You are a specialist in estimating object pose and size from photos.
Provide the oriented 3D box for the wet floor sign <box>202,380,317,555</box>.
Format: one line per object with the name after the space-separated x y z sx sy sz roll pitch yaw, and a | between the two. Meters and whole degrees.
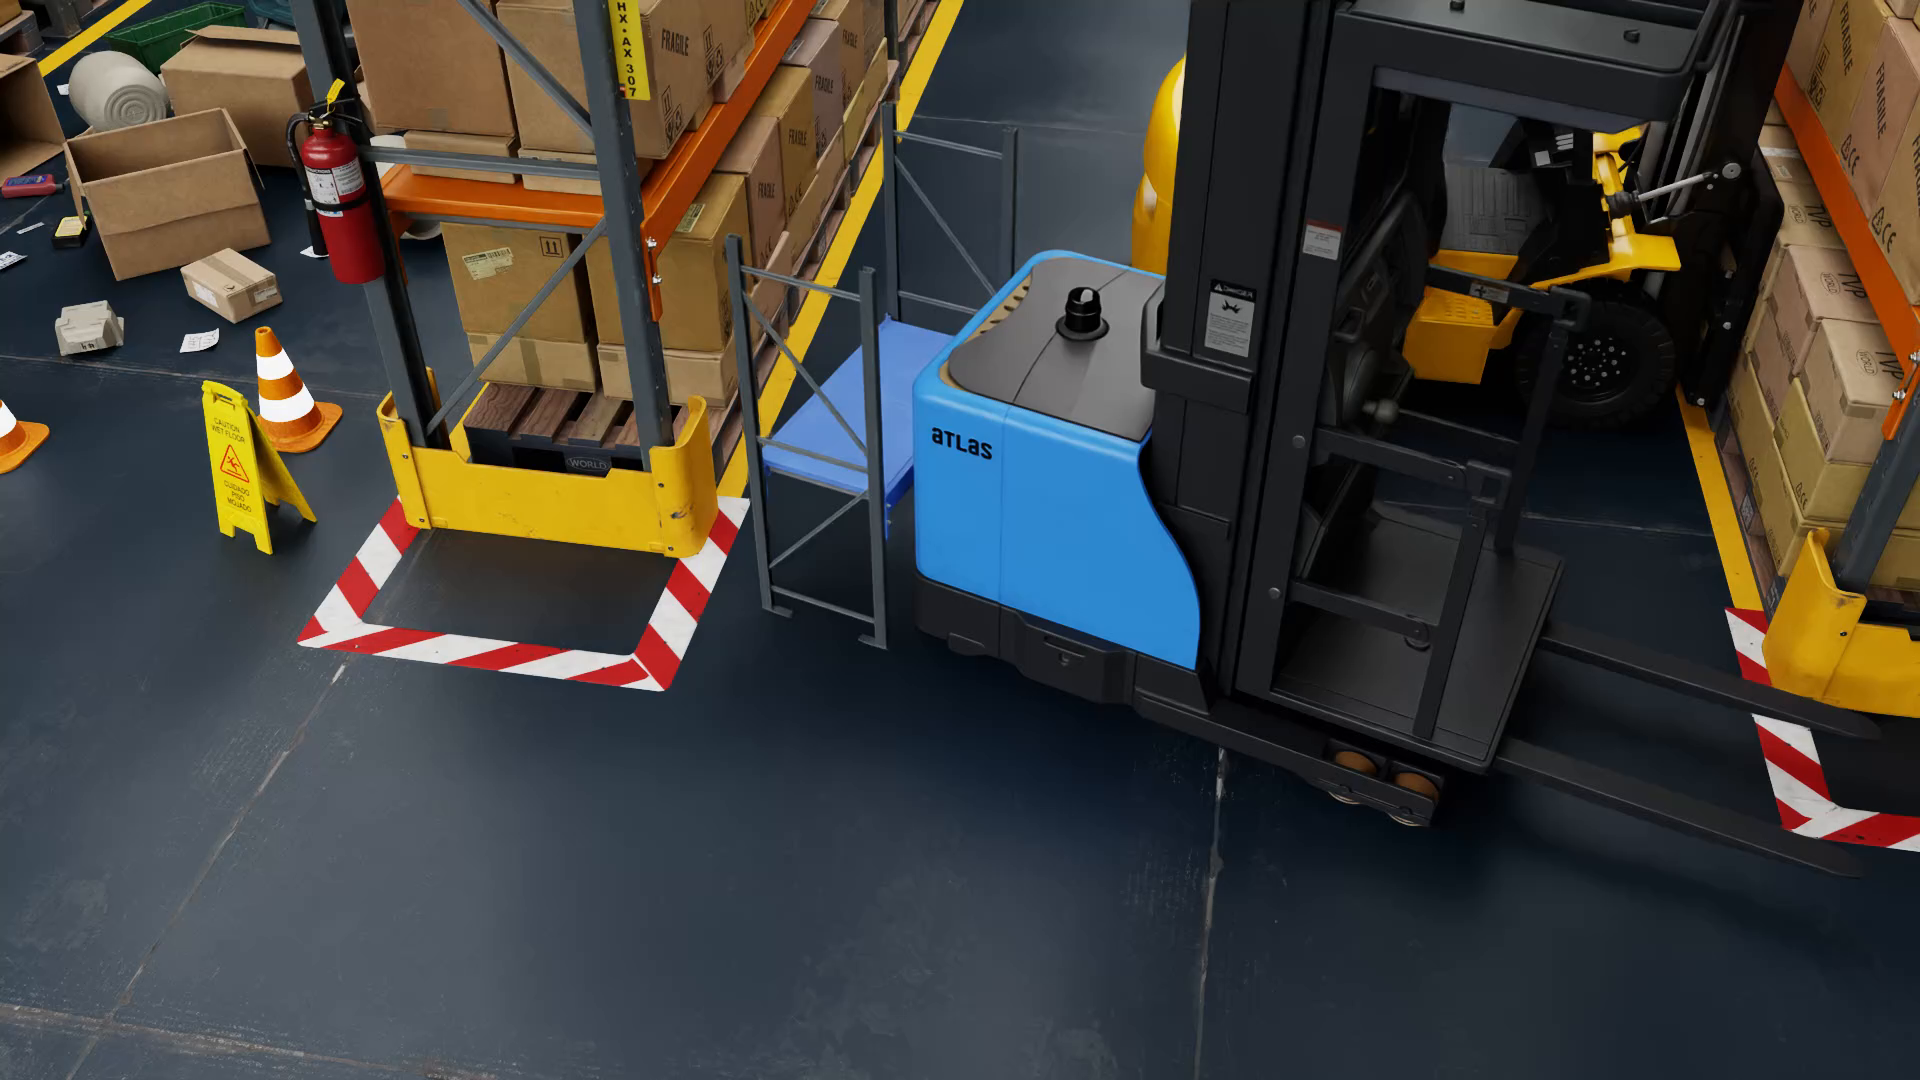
-2.621 -0.299 6.105 0.267 0.644 0.232 20 44 23 | wet floor sign

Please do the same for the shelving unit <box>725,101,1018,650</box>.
-0.257 -0.564 5.756 0.538 1.500 1.048 17 42 19 | shelving unit

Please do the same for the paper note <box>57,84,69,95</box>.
-4.959 -2.534 9.291 0.147 0.020 0.142 -20 44 -23 | paper note

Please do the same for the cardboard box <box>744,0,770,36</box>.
-1.006 -2.273 6.333 0.500 0.500 0.500 6 40 7 | cardboard box

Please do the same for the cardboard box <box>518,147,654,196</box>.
-1.272 -1.301 5.667 0.380 0.149 0.250 7 40 8 | cardboard box

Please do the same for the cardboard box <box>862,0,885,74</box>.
-0.680 -2.708 8.411 0.500 0.500 0.500 6 40 7 | cardboard box

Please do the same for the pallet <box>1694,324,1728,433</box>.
3.660 -0.836 7.095 1.003 0.211 1.213 6 40 8 | pallet

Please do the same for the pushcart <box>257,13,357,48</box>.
-3.096 -2.927 9.494 1.648 0.377 0.936 -6 40 -8 | pushcart

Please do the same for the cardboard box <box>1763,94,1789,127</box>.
3.481 -1.758 7.066 0.500 0.250 0.500 8 40 9 | cardboard box

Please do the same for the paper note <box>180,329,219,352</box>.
-3.331 -0.876 7.286 0.148 0.019 0.142 -6 40 -8 | paper note

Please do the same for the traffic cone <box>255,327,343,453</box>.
-2.730 -0.642 6.663 0.336 0.463 0.334 6 40 8 | traffic cone

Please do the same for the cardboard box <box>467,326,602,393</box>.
-1.655 -0.862 6.767 0.500 0.250 0.500 6 40 7 | cardboard box

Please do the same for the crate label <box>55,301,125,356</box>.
-3.807 -0.926 7.262 0.250 0.136 0.298 -13 41 -15 | crate label

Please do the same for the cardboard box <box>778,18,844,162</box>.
-0.854 -2.068 7.638 0.500 0.500 0.500 8 40 10 | cardboard box

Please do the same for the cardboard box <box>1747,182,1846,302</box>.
3.288 -1.112 6.285 0.500 0.250 0.500 7 40 8 | cardboard box

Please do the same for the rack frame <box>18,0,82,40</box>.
-5.735 -4.200 8.976 1.000 3.000 0.127 6 40 8 | rack frame

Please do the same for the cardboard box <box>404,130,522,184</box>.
-1.680 -1.369 5.749 0.380 0.149 0.250 8 40 9 | cardboard box

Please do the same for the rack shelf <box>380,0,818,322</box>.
-1.188 -2.185 7.104 1.077 0.370 4.000 6 40 8 | rack shelf

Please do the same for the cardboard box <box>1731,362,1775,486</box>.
3.221 -0.405 6.215 0.500 0.250 0.500 6 40 8 | cardboard box

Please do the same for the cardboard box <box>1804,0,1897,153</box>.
3.369 -1.685 5.856 0.500 0.500 0.500 6 40 7 | cardboard box

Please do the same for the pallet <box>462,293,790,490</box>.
-1.346 -0.687 6.915 1.003 0.211 1.213 6 40 8 | pallet

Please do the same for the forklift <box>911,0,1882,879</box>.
1.381 -0.630 4.712 3.031 2.935 1.130 18 43 21 | forklift

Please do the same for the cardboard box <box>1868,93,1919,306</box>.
3.182 -1.039 5.074 0.500 0.500 0.500 6 40 7 | cardboard box

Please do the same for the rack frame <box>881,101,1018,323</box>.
-0.038 -0.857 6.109 0.500 1.500 0.032 17 42 19 | rack frame

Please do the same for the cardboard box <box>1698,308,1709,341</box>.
3.384 -1.047 6.990 0.500 0.250 0.500 8 40 9 | cardboard box

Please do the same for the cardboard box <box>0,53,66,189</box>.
-4.993 -2.150 8.457 0.500 0.500 0.500 13 41 15 | cardboard box

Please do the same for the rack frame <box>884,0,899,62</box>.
-0.842 -3.718 8.393 1.000 3.000 0.127 6 40 8 | rack frame

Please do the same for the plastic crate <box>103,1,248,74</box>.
-4.475 -2.885 9.547 0.450 0.188 0.662 20 43 37 | plastic crate

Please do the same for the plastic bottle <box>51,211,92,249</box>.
-4.276 -1.503 8.020 0.133 0.061 0.283 -6 40 -8 | plastic bottle

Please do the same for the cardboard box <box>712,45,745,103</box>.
-1.027 -1.773 6.237 0.380 0.149 0.250 7 40 8 | cardboard box

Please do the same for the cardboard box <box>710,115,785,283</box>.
-1.033 -1.418 6.851 0.500 0.500 0.500 5 40 6 | cardboard box

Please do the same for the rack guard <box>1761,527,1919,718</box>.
3.351 0.316 5.476 1.175 0.500 0.348 6 40 8 | rack guard

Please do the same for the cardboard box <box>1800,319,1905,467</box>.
3.128 -0.473 5.512 0.500 0.250 0.500 8 40 9 | cardboard box

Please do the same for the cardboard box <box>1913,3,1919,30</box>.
3.314 -1.674 5.333 0.380 0.149 0.250 6 40 7 | cardboard box

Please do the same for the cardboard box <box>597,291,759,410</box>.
-1.122 -0.785 6.674 0.500 0.250 0.500 6 40 7 | cardboard box

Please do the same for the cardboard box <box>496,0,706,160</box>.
-1.179 -1.627 5.552 0.500 0.500 0.500 6 40 7 | cardboard box

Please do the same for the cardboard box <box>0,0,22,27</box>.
-5.913 -3.156 9.051 0.875 0.875 0.875 7 40 8 | cardboard box

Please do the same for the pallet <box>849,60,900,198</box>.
-0.923 -2.218 8.767 1.003 0.211 1.213 6 40 8 | pallet

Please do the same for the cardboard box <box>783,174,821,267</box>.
-0.944 -1.449 7.477 0.500 0.250 0.500 9 40 11 | cardboard box

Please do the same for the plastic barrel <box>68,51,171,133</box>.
-4.420 -2.326 8.731 0.421 0.421 0.512 -28 47 -30 | plastic barrel

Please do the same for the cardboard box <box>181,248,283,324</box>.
-3.297 -1.154 7.529 0.380 0.149 0.250 28 47 30 | cardboard box

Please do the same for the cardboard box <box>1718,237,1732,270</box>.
3.388 -1.251 6.845 0.500 0.250 0.500 6 40 8 | cardboard box

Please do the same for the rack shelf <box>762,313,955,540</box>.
-0.257 -0.426 5.870 0.538 0.185 1.000 17 42 19 | rack shelf

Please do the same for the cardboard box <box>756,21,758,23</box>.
-1.029 -2.111 6.647 0.380 0.149 0.250 8 40 9 | cardboard box

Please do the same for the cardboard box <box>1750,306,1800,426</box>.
3.229 -0.611 6.071 0.500 0.250 0.500 6 40 7 | cardboard box

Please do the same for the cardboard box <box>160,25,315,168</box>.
-3.570 -2.267 8.491 0.797 0.637 0.503 6 40 8 | cardboard box

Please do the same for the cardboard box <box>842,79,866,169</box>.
-0.762 -2.084 8.245 0.500 0.250 0.500 5 40 6 | cardboard box

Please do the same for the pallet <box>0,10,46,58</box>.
-5.943 -2.657 9.298 1.003 0.211 1.213 6 40 8 | pallet
